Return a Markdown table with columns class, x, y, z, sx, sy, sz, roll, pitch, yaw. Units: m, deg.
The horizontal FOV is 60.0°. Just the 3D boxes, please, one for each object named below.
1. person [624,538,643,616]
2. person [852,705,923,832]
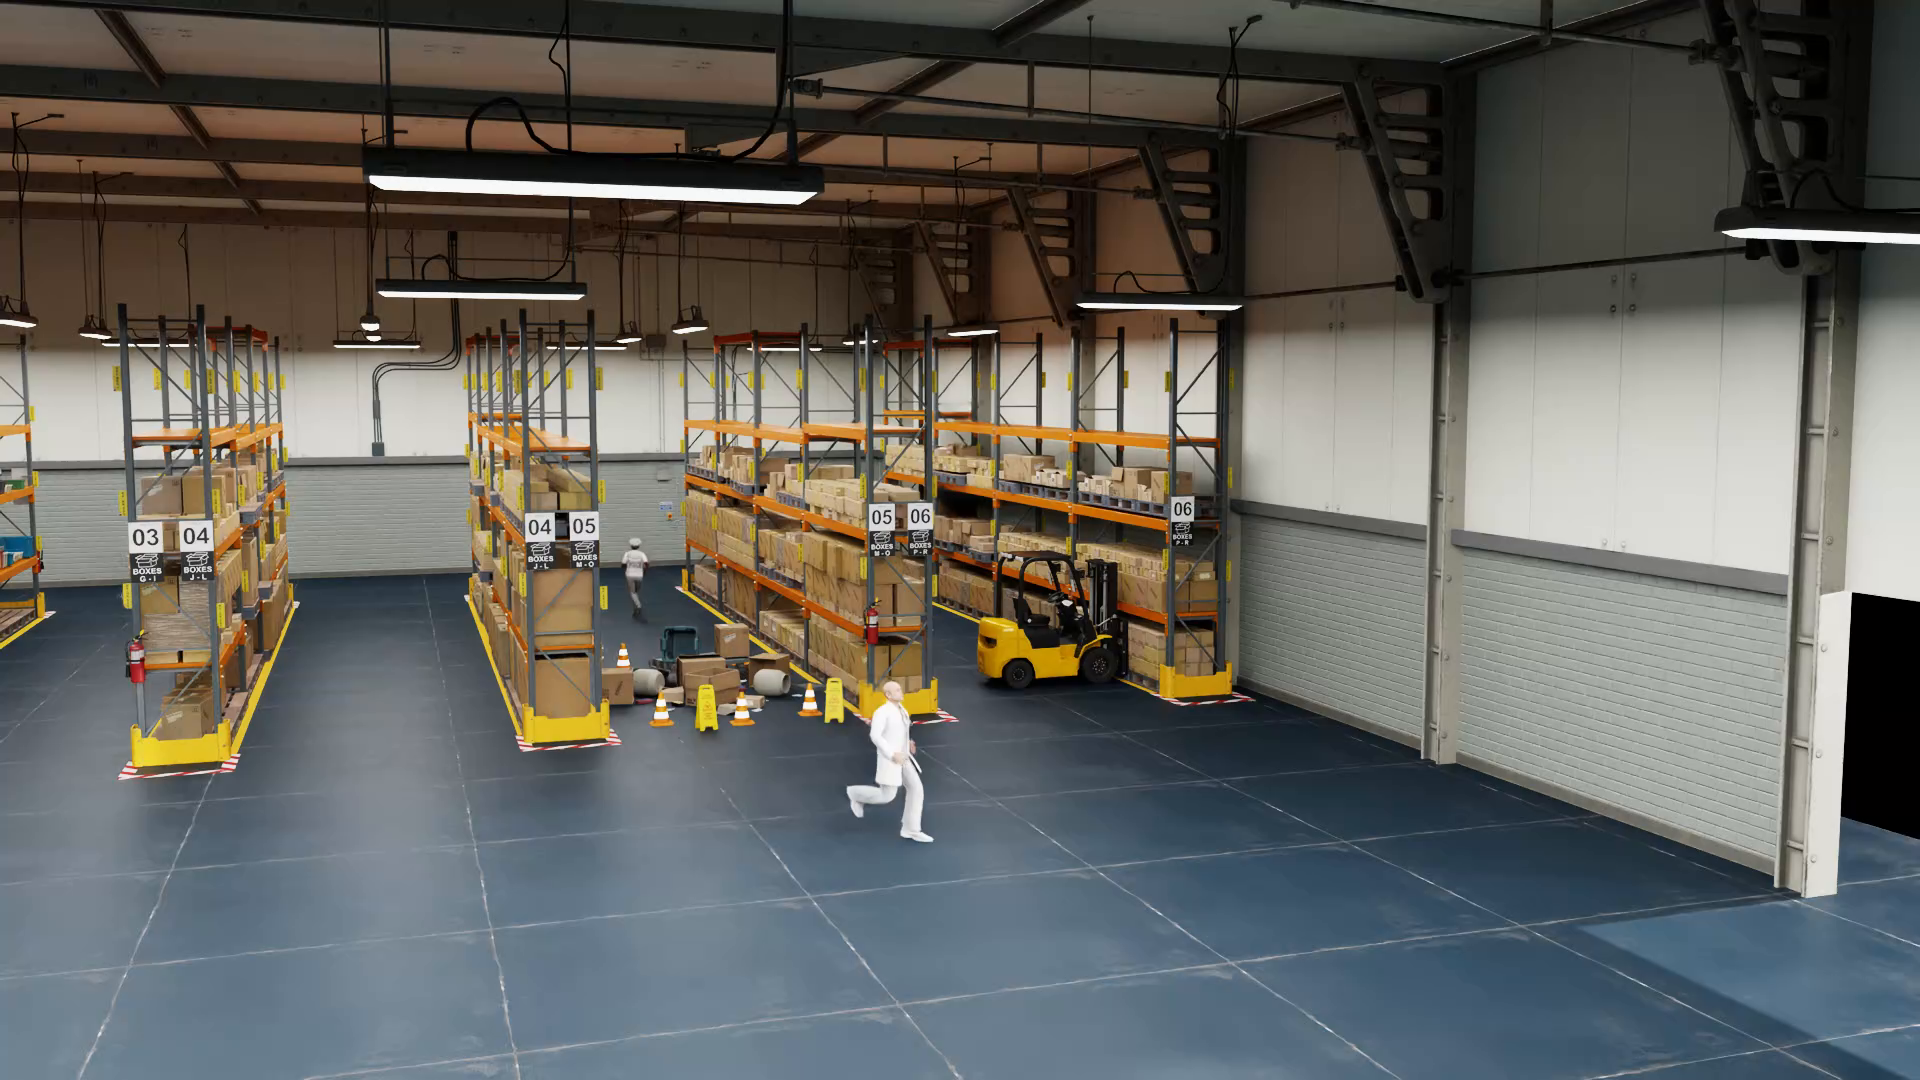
| class | x | y | z | sx | sy | sz | roll | pitch | yaw |
| --- | --- | --- | --- | --- | --- | --- | --- | --- | --- |
| person | -6.914 | 0.819 | 35.303 | 0.403 | 1.711 | 0.830 | -2 | 6 | -22 |
| person | -0.790 | 2.489 | 18.335 | 0.808 | 1.420 | 0.398 | 3 | 6 | 30 |
